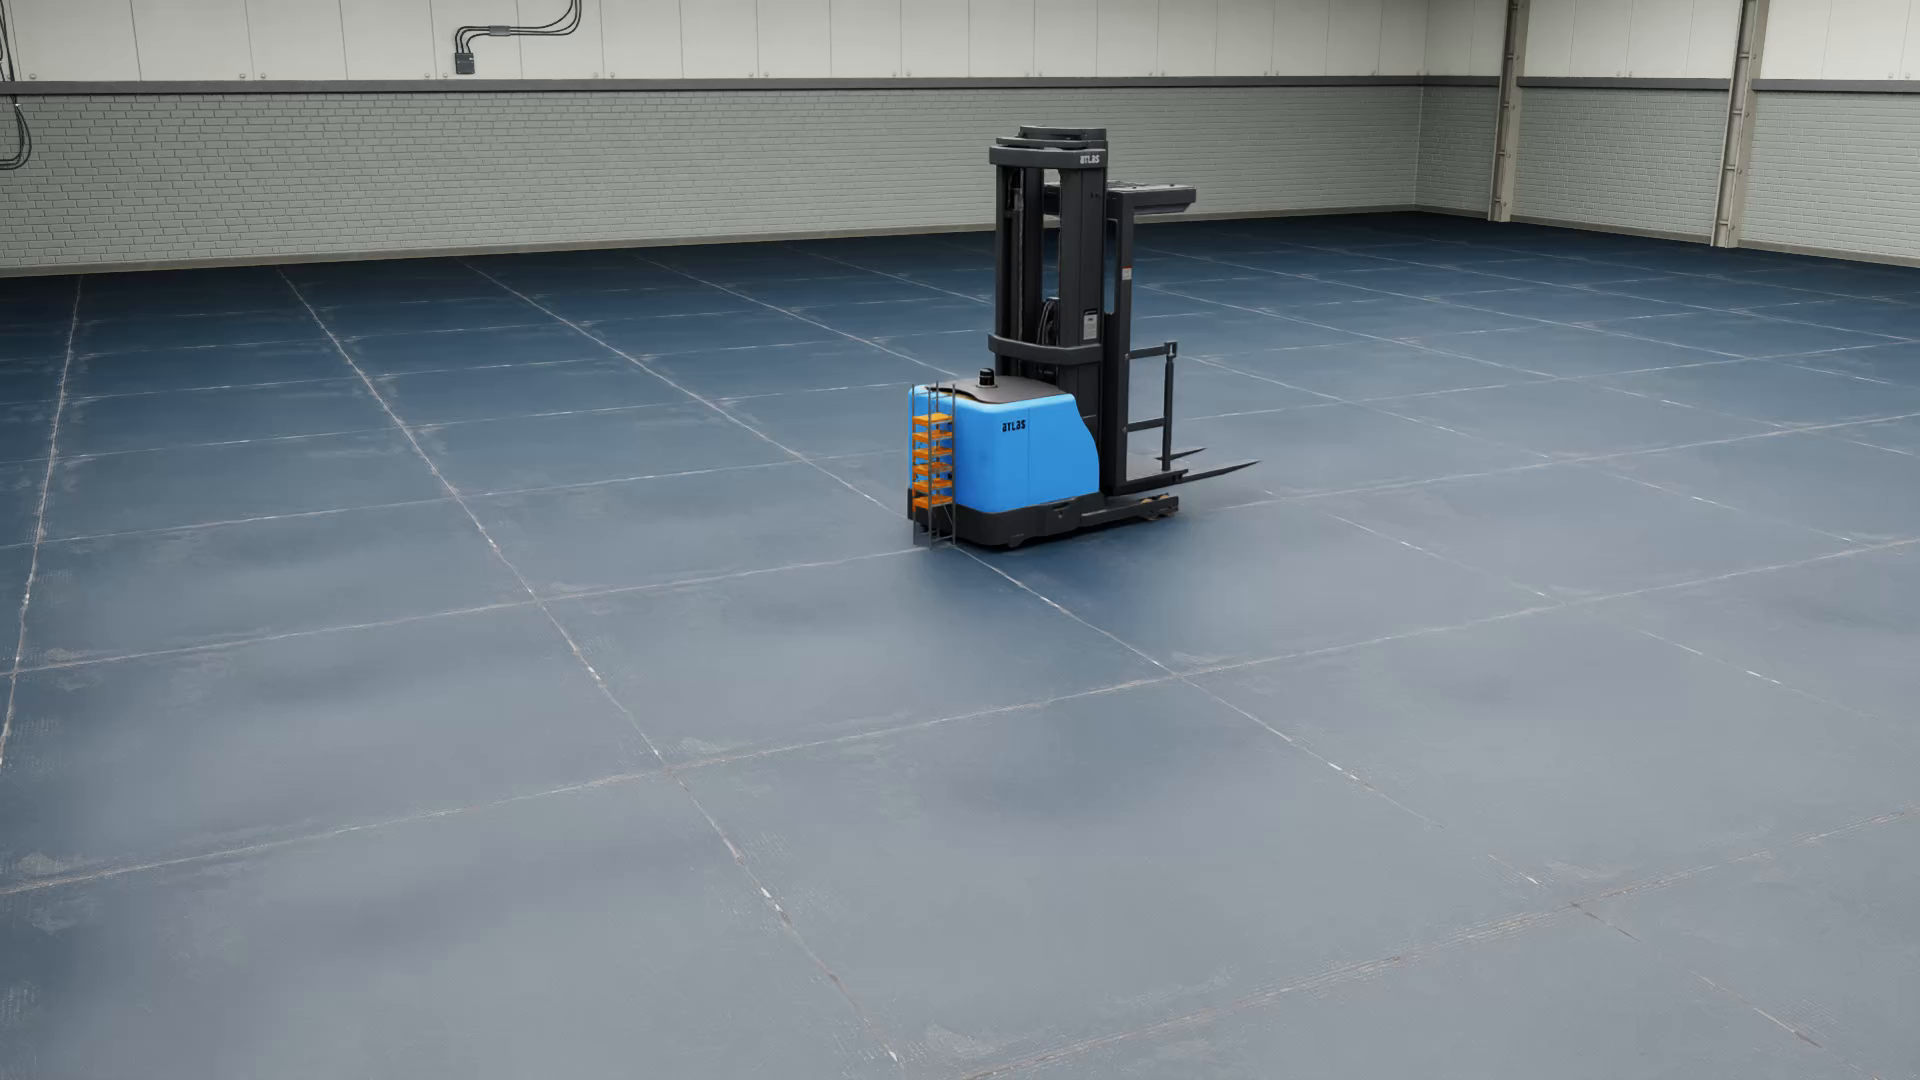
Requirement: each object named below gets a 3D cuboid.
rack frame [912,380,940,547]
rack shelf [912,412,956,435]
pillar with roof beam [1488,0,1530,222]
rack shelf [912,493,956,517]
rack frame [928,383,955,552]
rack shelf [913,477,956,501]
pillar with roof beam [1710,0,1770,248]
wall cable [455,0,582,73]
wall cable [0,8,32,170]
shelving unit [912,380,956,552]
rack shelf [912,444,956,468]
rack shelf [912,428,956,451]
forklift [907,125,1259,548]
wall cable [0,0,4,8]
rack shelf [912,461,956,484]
[{"bbox_3d":[-0.245,-0.548,11.986,0.240,1.200,0.006,-13,20,-38],"label":"rack frame"},{"bbox_3d":[-0.186,-0.832,11.831,0.258,0.103,0.180,-13,20,-38],"label":"rack shelf"},{"bbox_3d":[8.131,-10.911,33.959,9.100,9.000,0.400,-8,18,-25],"label":"pillar with roof beam"},{"bbox_3d":[-0.186,-0.255,11.997,0.258,0.103,0.180,-13,20,-38],"label":"rack shelf"},{"bbox_3d":[-0.128,-0.509,11.851,0.240,1.200,0.006,-13,20,-38],"label":"rack frame"},{"bbox_3d":[-0.186,-0.371,11.964,0.258,0.103,0.180,-13,20,-38],"label":"rack shelf"},{"bbox_3d":[10.759,-9.424,28.775,9.100,9.000,0.400,-8,18,-25],"label":"pillar with roof beam"},{"bbox_3d":[-7.877,-11.293,29.125,2.305,6.003,0.169,-8,18,-25],"label":"wall cable"},{"bbox_3d":[-16.417,-7.023,26.038,3.097,2.526,0.112,-8,18,-25],"label":"wall cable"},{"bbox_3d":[-0.186,-0.529,11.919,0.258,1.200,0.189,-13,20,-38],"label":"shelving unit"},{"bbox_3d":[-0.186,-0.602,11.898,0.258,0.103,0.180,-13,20,-38],"label":"rack shelf"},{"bbox_3d":[-0.186,-0.717,11.865,0.258,0.103,0.180,-13,20,-38],"label":"rack shelf"},{"bbox_3d":[1.073,-1.659,12.719,3.031,2.935,1.130,-12,20,-37],"label":"forklift"},{"bbox_3d":[-13.986,-9.777,26.481,3.097,2.526,0.112,-8,18,-25],"label":"wall cable"},{"bbox_3d":[-0.186,-0.486,11.931,0.258,0.103,0.180,-13,20,-38],"label":"rack shelf"}]
